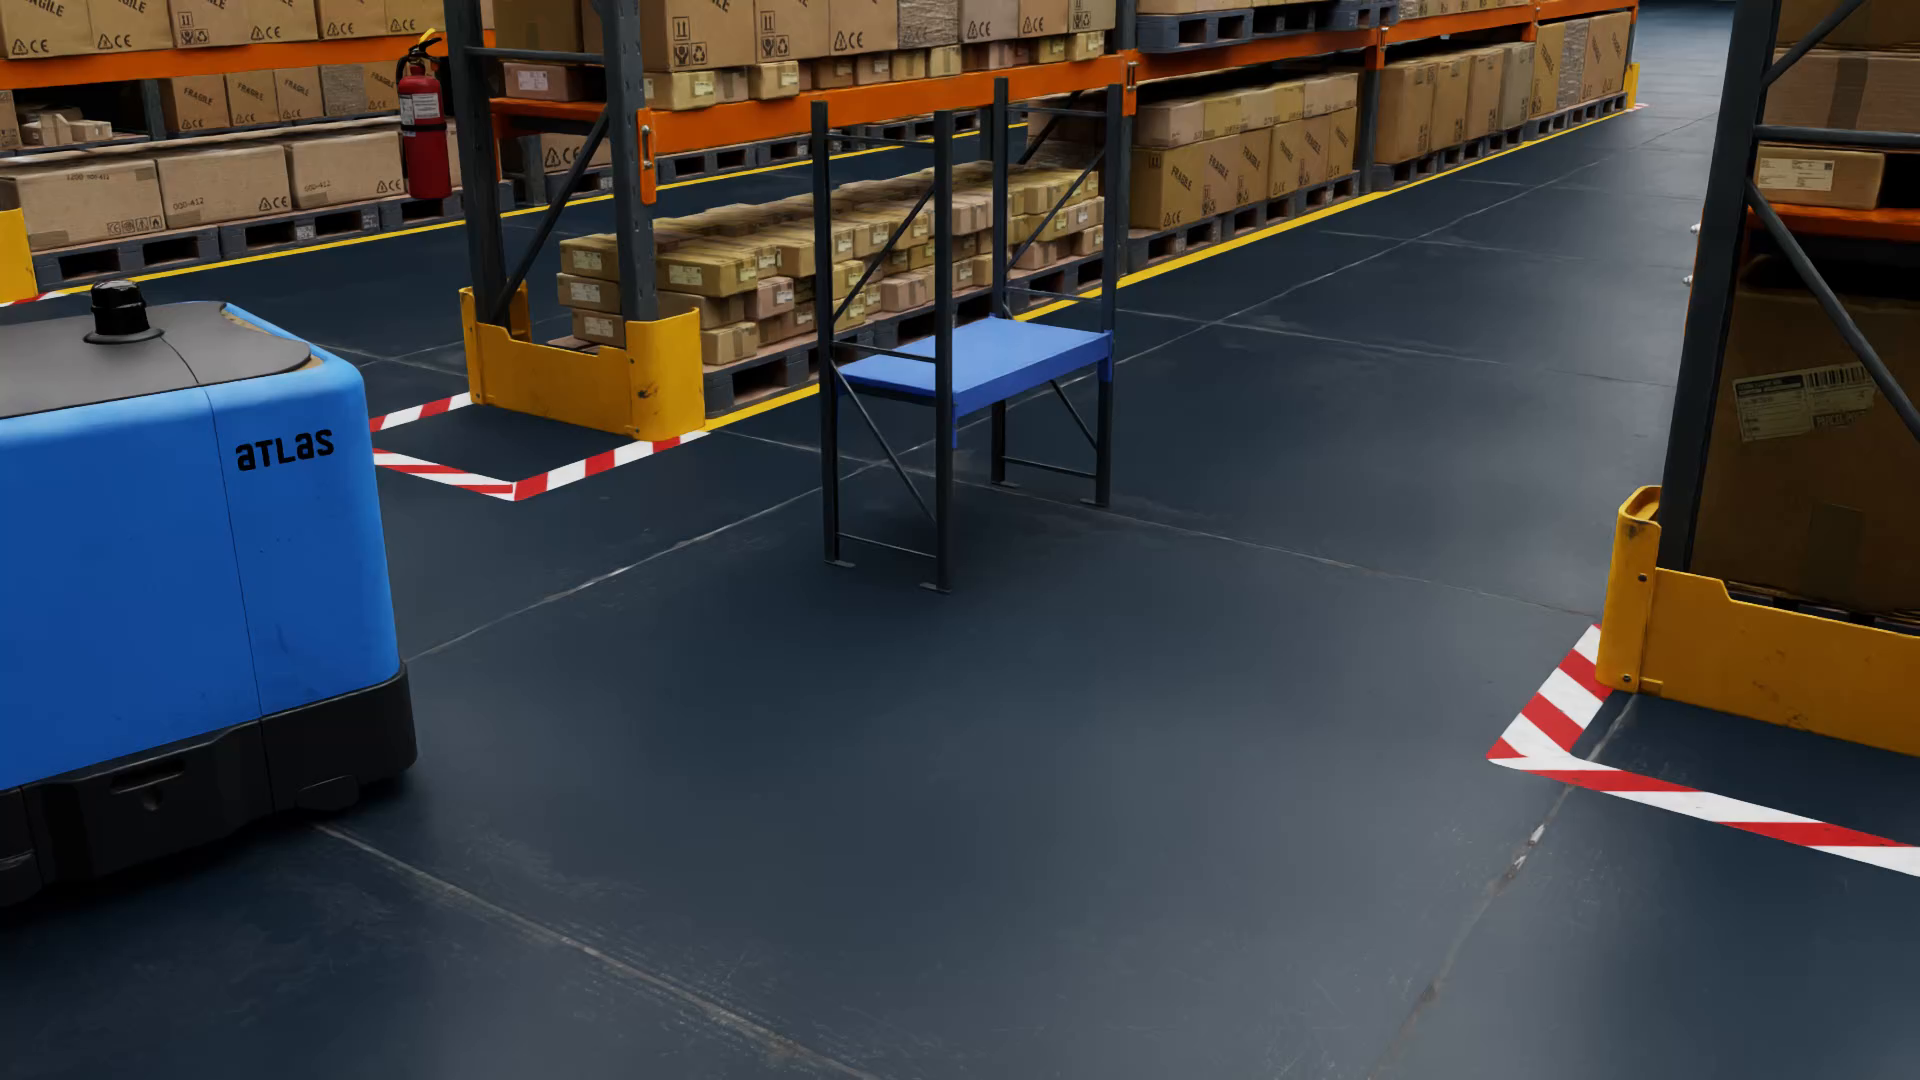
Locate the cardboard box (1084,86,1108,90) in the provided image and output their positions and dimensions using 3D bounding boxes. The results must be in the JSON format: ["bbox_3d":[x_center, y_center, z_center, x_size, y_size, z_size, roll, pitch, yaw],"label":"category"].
[{"bbox_3d":[1.468,-5.346,19.253,0.500,0.250,0.500,12,23,29],"label":"cardboard box"}]

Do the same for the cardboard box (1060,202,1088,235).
[{"bbox_3d":[0.511,-1.858,9.539,0.380,0.149,0.250,12,23,29],"label":"cardboard box"}]

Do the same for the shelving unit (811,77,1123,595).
[{"bbox_3d":[0.048,-0.728,5.571,0.538,1.500,1.048,13,24,32],"label":"shelving unit"}]

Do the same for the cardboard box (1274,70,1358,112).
[{"bbox_3d":[2.648,-3.367,12.462,0.500,0.250,0.500,13,24,31],"label":"cardboard box"}]

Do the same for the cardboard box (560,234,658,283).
[{"bbox_3d":[-1.594,-1.283,7.557,0.380,0.149,0.250,14,24,32],"label":"cardboard box"}]

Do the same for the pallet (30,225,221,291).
[{"bbox_3d":[-5.448,-1.816,10.371,1.003,0.211,1.213,13,24,32],"label":"pallet"}]

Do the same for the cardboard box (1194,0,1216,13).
[{"bbox_3d":[1.320,-3.274,10.049,0.380,0.149,0.250,14,24,33],"label":"cardboard box"}]

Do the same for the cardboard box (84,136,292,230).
[{"bbox_3d":[-5.037,-2.348,10.876,0.875,0.438,0.875,14,25,33],"label":"cardboard box"}]

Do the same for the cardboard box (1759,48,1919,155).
[{"bbox_3d":[2.417,-1.207,4.491,0.500,0.250,0.500,13,24,31],"label":"cardboard box"}]

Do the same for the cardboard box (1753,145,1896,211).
[{"bbox_3d":[2.291,-0.995,4.494,0.380,0.149,0.250,14,24,33],"label":"cardboard box"}]

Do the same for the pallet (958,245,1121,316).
[{"bbox_3d":[0.219,-1.583,9.741,1.003,0.211,1.213,13,24,32],"label":"pallet"}]

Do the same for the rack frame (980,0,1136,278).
[{"bbox_3d":[0.567,-3.091,9.797,1.000,3.000,0.127,13,24,32],"label":"rack frame"}]

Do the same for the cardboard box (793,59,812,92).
[{"bbox_3d":[-0.892,-2.103,7.489,0.380,0.149,0.250,15,25,34],"label":"cardboard box"}]

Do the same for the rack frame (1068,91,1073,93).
[{"bbox_3d":[0.913,-6.322,18.534,1.000,3.000,0.127,13,24,32],"label":"rack frame"}]

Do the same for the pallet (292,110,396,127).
[{"bbox_3d":[-6.580,-4.278,17.027,1.003,0.211,1.213,13,24,32],"label":"pallet"}]

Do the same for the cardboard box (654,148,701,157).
[{"bbox_3d":[-2.800,-3.682,13.852,0.875,0.875,0.875,14,25,33],"label":"cardboard box"}]

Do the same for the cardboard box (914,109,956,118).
[{"bbox_3d":[-0.601,-4.513,16.824,0.950,0.372,0.625,13,24,31],"label":"cardboard box"}]

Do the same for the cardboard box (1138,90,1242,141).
[{"bbox_3d":[1.498,-2.781,10.876,0.500,0.250,0.500,14,25,33],"label":"cardboard box"}]

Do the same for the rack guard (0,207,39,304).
[{"bbox_3d":[-5.846,-1.700,9.641,1.175,0.500,0.348,13,24,32],"label":"rack guard"}]

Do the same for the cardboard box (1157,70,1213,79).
[{"bbox_3d":[2.402,-5.167,17.921,0.500,0.500,0.500,13,24,32],"label":"cardboard box"}]

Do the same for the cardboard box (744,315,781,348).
[{"bbox_3d":[-1.043,-0.982,7.600,0.380,0.149,0.250,13,24,32],"label":"cardboard box"}]

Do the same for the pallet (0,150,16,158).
[{"bbox_3d":[-8.763,-3.138,13.944,1.003,0.211,1.213,13,24,32],"label":"pallet"}]

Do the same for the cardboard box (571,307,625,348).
[{"bbox_3d":[-1.558,-0.995,7.634,0.380,0.149,0.250,14,24,33],"label":"cardboard box"}]

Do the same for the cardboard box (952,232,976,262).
[{"bbox_3d":[-0.142,-1.575,8.774,0.380,0.149,0.250,12,23,29],"label":"cardboard box"}]

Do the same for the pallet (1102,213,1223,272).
[{"bbox_3d":[1.003,-2.007,10.885,1.003,0.211,1.213,13,24,32],"label":"pallet"}]

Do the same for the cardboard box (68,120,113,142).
[{"bbox_3d":[-7.761,-3.637,14.777,0.380,0.149,0.250,12,24,30],"label":"cardboard box"}]

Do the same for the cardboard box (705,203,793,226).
[{"bbox_3d":[-1.061,-1.593,8.395,0.380,0.149,0.250,14,25,34],"label":"cardboard box"}]

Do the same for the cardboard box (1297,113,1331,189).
[{"bbox_3d":[2.367,-2.875,12.211,0.500,0.500,0.500,14,25,34],"label":"cardboard box"}]

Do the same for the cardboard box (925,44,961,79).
[{"bbox_3d":[-0.219,-2.383,8.245,0.380,0.149,0.250,14,24,33],"label":"cardboard box"}]

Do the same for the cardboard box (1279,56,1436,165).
[{"bbox_3d":[3.232,-3.537,13.642,1.050,0.750,0.750,13,24,31],"label":"cardboard box"}]

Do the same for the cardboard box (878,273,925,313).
[{"bbox_3d":[-0.398,-1.253,8.332,0.380,0.149,0.250,12,23,29],"label":"cardboard box"}]

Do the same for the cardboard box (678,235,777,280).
[{"bbox_3d":[-1.051,-1.269,7.517,0.380,0.149,0.250,14,24,33],"label":"cardboard box"}]

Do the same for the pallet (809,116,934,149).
[{"bbox_3d":[-0.895,-4.091,16.520,1.003,0.211,1.213,13,24,32],"label":"pallet"}]

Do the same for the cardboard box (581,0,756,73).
[{"bbox_3d":[-1.201,-2.204,6.828,0.500,0.500,0.500,15,25,34],"label":"cardboard box"}]

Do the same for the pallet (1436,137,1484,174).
[{"bbox_3d":[4.007,-3.491,14.898,1.003,0.211,1.213,13,24,32],"label":"pallet"}]

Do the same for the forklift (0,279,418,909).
[{"bbox_3d":[-2.791,-0.560,3.054,3.031,2.935,1.130,-16,26,-37],"label":"forklift"}]

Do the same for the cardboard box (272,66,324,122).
[{"bbox_3d":[-6.658,-4.411,16.363,0.500,0.500,0.500,12,24,30],"label":"cardboard box"}]

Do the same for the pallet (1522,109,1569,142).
[{"bbox_3d":[5.556,-4.281,17.035,1.003,0.211,1.213,13,24,32],"label":"pallet"}]

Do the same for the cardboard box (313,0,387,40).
[{"bbox_3d":[-4.188,-3.595,11.017,0.500,0.500,0.500,13,24,31],"label":"cardboard box"}]

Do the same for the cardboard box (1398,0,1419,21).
[{"bbox_3d":[3.291,-4.361,13.088,0.500,0.500,0.500,14,24,32],"label":"cardboard box"}]

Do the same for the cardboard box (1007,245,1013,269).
[{"bbox_3d":[0.069,-1.573,9.198,0.380,0.149,0.250,13,24,31],"label":"cardboard box"}]

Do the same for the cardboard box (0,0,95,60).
[{"bbox_3d":[-5.325,-3.008,9.429,0.500,0.500,0.500,13,24,31],"label":"cardboard box"}]

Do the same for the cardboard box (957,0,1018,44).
[{"bbox_3d":[-0.045,-2.792,8.417,0.500,0.500,0.500,13,24,32],"label":"cardboard box"}]

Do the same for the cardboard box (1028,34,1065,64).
[{"bbox_3d":[0.346,-2.685,9.062,0.380,0.149,0.250,14,25,34],"label":"cardboard box"}]

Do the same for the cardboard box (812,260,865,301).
[{"bbox_3d":[-0.676,-1.250,7.896,0.380,0.149,0.250,14,25,33],"label":"cardboard box"}]

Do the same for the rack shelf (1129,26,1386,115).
[{"bbox_3d":[1.691,-3.327,11.473,1.077,0.370,4.000,13,24,32],"label":"rack shelf"}]

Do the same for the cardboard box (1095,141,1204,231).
[{"bbox_3d":[1.202,-2.276,10.591,0.500,0.500,0.500,14,25,34],"label":"cardboard box"}]

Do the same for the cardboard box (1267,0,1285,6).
[{"bbox_3d":[1.898,-3.569,10.846,0.380,0.149,0.250,13,24,31],"label":"cardboard box"}]

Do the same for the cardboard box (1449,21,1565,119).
[{"bbox_3d":[5.475,-4.753,16.749,0.875,0.875,0.875,14,24,33],"label":"cardboard box"}]

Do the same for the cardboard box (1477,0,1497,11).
[{"bbox_3d":[4.424,-4.941,14.655,0.500,0.500,0.500,14,24,32],"label":"cardboard box"}]

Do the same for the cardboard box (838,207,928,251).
[{"bbox_3d":[-0.383,-1.547,8.271,0.380,0.149,0.250,14,24,33],"label":"cardboard box"}]

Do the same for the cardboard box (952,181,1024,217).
[{"bbox_3d":[0.127,-1.864,9.126,0.380,0.149,0.250,14,25,34],"label":"cardboard box"}]

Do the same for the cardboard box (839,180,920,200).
[{"bbox_3d":[-0.442,-1.885,9.184,0.380,0.149,0.250,14,24,33],"label":"cardboard box"}]

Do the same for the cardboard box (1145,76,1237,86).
[{"bbox_3d":[1.654,-3.179,11.953,0.500,0.250,0.500,13,24,32],"label":"cardboard box"}]

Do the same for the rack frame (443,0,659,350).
[{"bbox_3d":[-1.682,-1.943,6.694,1.000,3.000,0.127,13,24,32],"label":"rack frame"}]

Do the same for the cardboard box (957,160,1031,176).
[{"bbox_3d":[0.202,-2.171,9.957,0.380,0.149,0.250,14,25,34],"label":"cardboard box"}]

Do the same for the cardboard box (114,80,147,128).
[{"bbox_3d":[-7.660,-4.217,15.840,0.500,0.500,0.500,13,24,32],"label":"cardboard box"}]
